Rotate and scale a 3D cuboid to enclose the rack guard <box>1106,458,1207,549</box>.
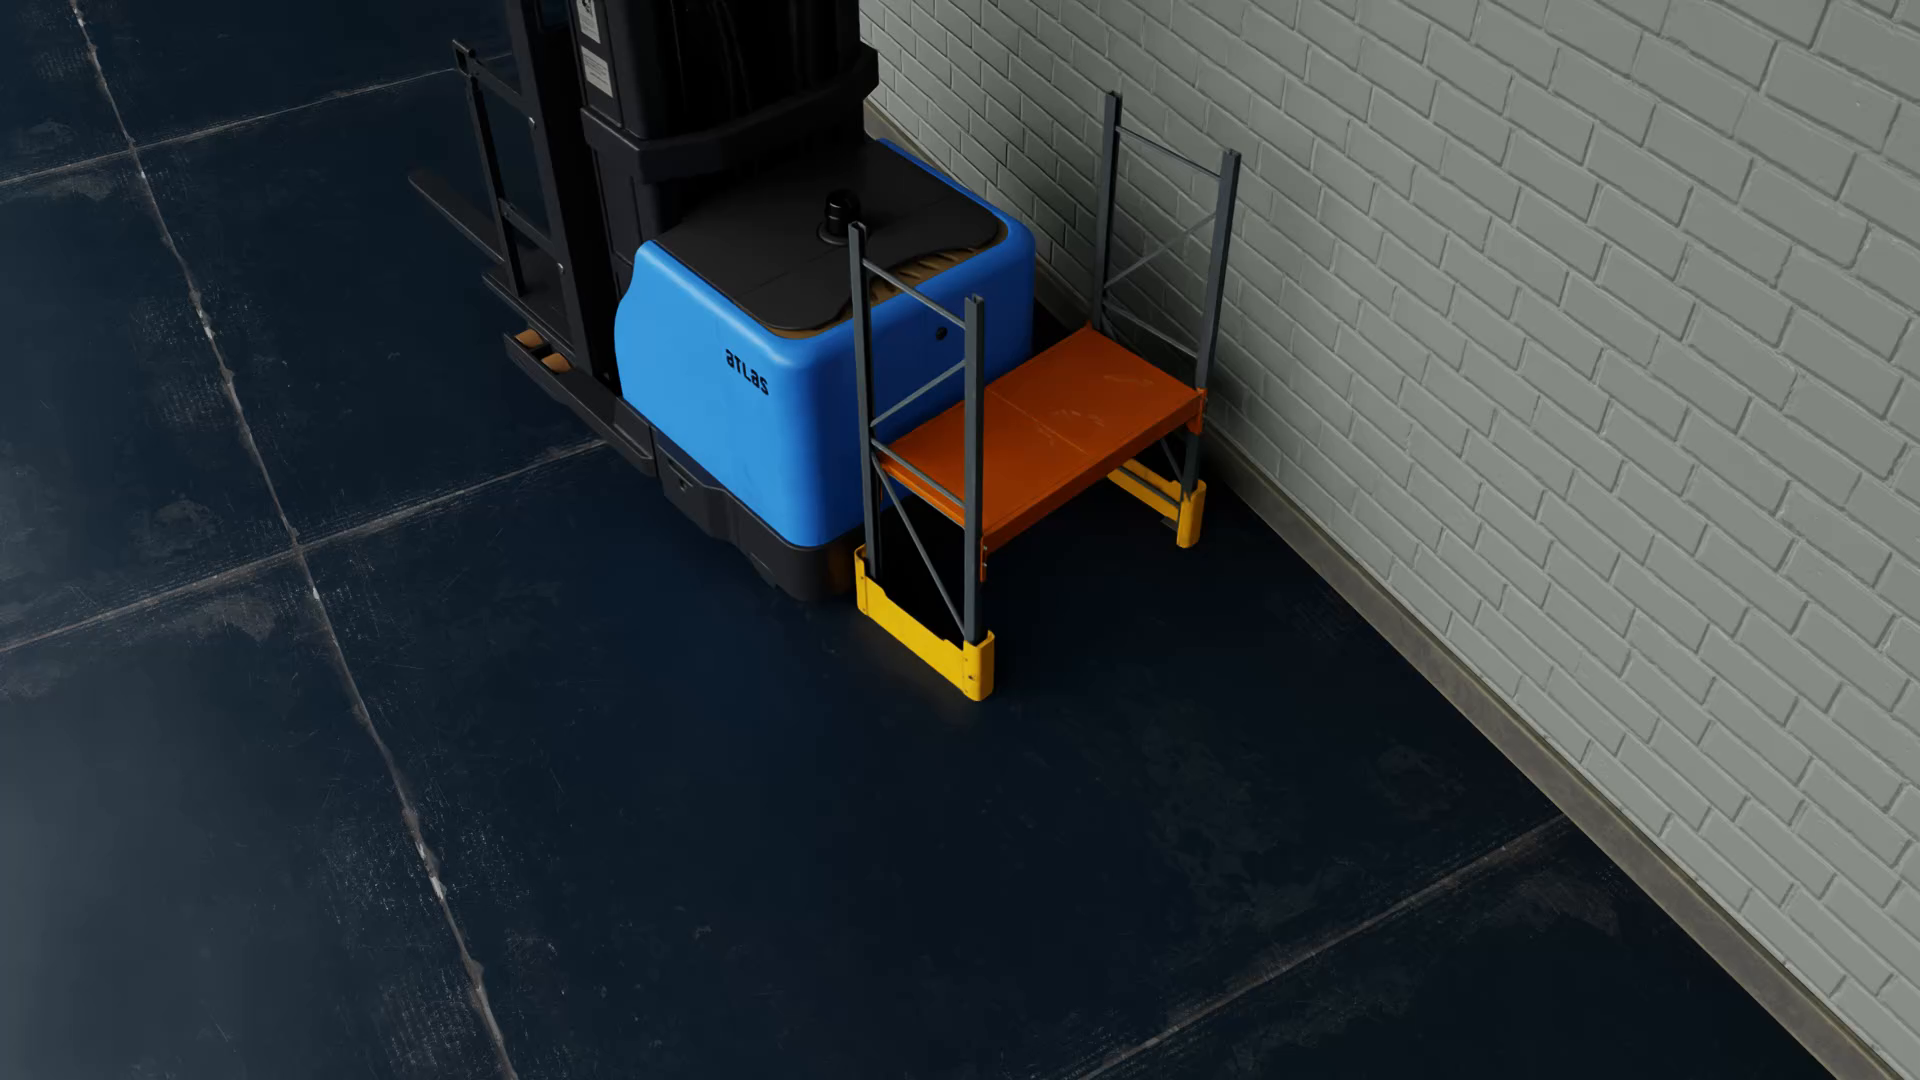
[{"bbox_3d":[0.604,-0.221,5.799,0.087,0.250,0.587,-34,53,-30],"label":"rack guard"}]

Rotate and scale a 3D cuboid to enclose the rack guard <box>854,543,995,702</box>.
[{"bbox_3d":[-0.118,0.257,5.306,0.087,0.250,0.587,-34,53,-30],"label":"rack guard"}]

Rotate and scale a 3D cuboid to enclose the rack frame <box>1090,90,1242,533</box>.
[{"bbox_3d":[0.618,-0.679,5.373,0.032,1.500,0.500,-34,53,-30],"label":"rack frame"}]

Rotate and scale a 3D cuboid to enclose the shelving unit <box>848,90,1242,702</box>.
[{"bbox_3d":[0.243,-0.431,5.117,1.083,1.500,0.587,-34,53,-30],"label":"shelving unit"}]

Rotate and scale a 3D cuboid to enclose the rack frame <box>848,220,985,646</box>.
[{"bbox_3d":[-0.119,-0.191,4.870,0.032,1.500,0.500,-34,53,-30],"label":"rack frame"}]

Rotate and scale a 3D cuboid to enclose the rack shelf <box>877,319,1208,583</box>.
[{"bbox_3d":[0.250,-0.306,5.247,1.000,0.185,0.538,-34,53,-30],"label":"rack shelf"}]

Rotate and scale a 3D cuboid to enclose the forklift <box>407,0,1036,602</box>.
[{"bbox_3d":[-1.091,-1.799,5.499,1.130,2.935,3.031,-31,52,-28],"label":"forklift"}]
